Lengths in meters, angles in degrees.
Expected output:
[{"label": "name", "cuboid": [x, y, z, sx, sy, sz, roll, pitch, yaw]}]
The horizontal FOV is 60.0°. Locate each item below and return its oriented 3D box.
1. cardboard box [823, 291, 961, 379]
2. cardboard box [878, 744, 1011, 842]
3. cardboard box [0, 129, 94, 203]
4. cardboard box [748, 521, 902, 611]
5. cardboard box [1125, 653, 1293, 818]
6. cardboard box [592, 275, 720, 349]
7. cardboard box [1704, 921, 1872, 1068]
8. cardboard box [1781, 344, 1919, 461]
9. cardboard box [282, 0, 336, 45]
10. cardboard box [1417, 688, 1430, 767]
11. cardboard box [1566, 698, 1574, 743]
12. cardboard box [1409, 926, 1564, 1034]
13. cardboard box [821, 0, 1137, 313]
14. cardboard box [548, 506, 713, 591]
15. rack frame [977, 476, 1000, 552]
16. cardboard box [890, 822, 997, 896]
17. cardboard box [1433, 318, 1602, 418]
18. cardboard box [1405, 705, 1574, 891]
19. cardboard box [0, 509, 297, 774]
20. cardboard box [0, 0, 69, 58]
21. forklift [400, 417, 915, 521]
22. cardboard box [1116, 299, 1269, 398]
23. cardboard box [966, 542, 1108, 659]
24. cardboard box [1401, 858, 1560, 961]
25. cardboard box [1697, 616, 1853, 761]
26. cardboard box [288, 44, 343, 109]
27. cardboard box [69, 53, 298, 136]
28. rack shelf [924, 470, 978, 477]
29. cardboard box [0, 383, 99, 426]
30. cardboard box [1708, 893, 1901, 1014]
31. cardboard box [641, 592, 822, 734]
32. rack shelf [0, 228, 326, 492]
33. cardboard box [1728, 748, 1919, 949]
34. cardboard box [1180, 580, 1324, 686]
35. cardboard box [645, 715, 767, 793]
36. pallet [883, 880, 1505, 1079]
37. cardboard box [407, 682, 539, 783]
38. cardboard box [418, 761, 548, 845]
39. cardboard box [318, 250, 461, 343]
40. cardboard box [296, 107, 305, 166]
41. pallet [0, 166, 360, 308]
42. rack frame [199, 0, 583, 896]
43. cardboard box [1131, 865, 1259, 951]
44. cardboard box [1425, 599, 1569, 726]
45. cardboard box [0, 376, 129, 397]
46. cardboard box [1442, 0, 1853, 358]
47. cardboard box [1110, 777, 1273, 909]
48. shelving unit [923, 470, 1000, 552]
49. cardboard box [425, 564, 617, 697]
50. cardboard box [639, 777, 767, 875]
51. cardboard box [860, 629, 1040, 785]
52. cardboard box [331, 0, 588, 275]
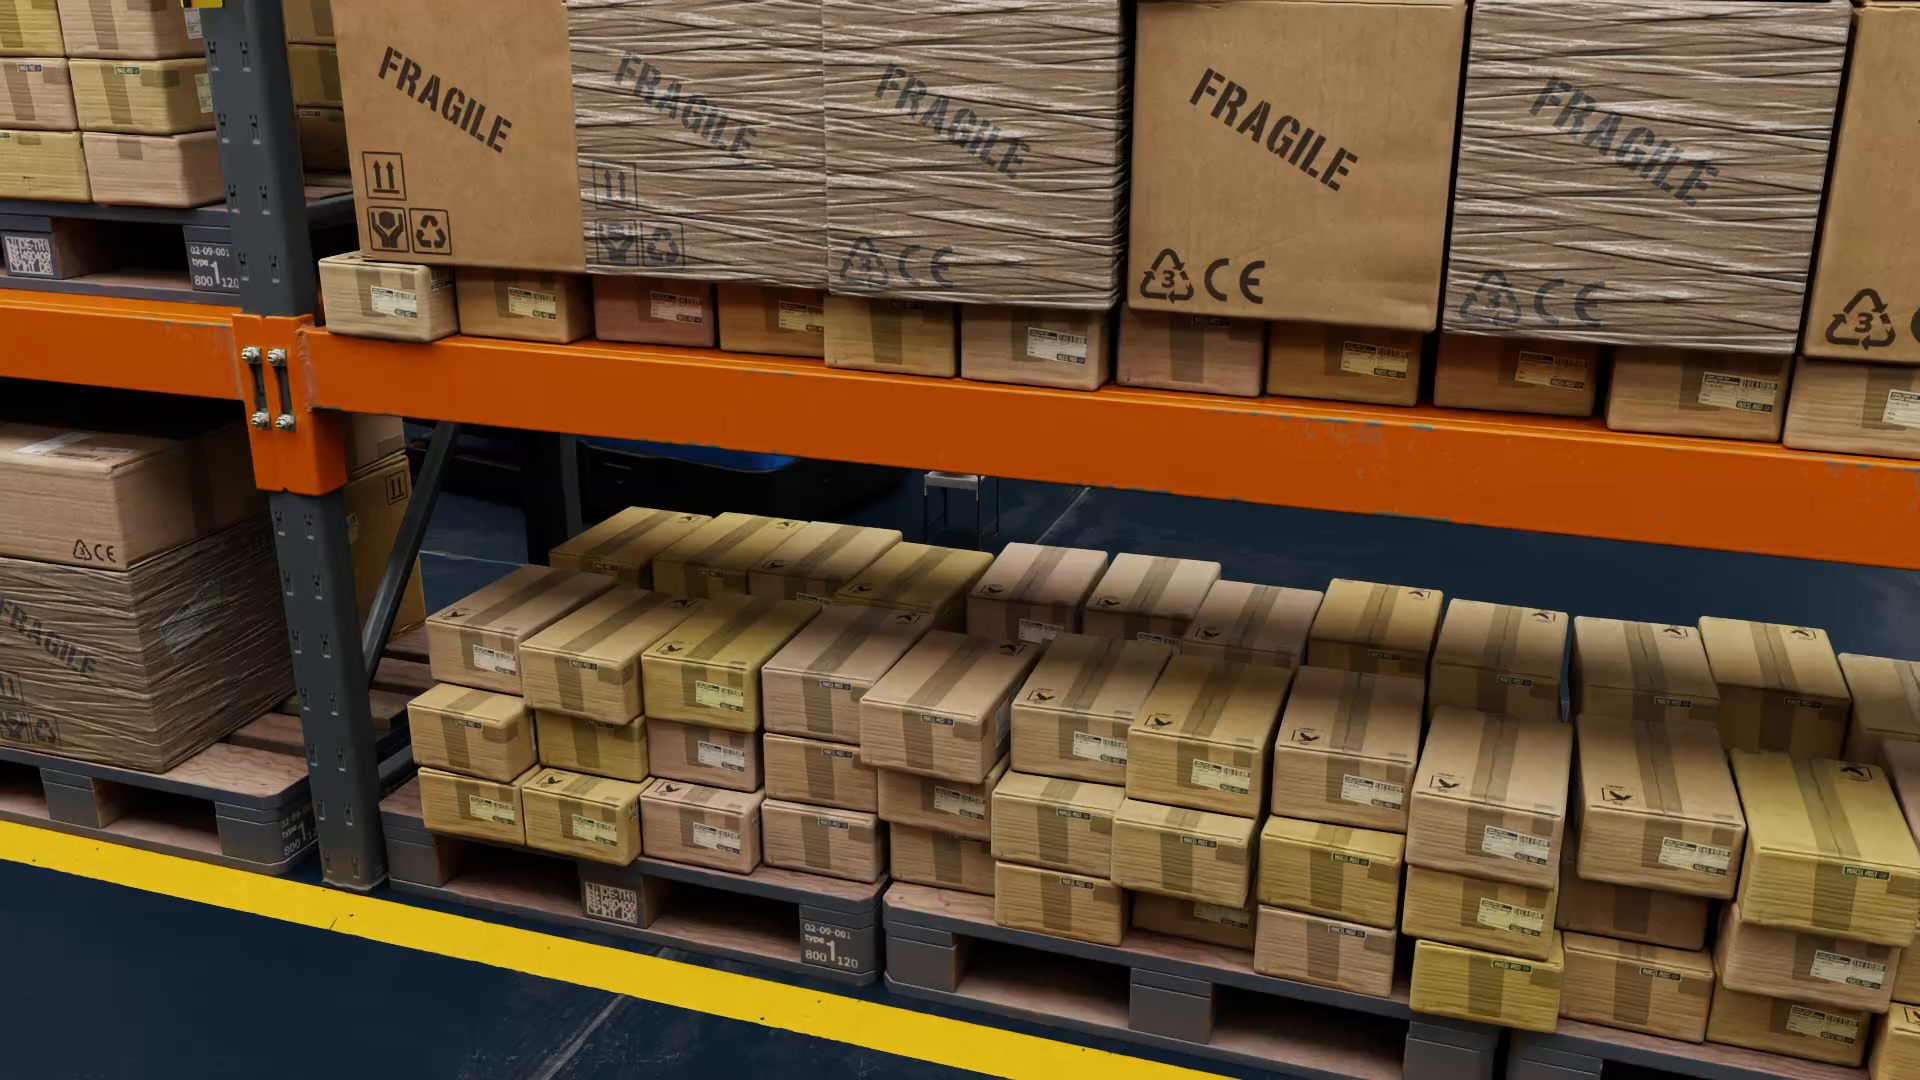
[{"label": "cardboard box", "cuboid": [-0.065, -0.426, 3.122, 0.250, 0.149, 0.380, 7, 20, 19]}, {"label": "cardboard box", "cuboid": [0.020, 0.455, 3.455, 0.250, 0.149, 0.380, 8, 21, 21]}, {"label": "cardboard box", "cuboid": [-1.920, -0.861, 3.734, 0.250, 0.149, 0.380, 7, 20, 18]}, {"label": "cardboard box", "cuboid": [-0.321, 0.092, 4.045, 0.250, 0.149, 0.380, 6, 20, 18]}, {"label": "cardboard box", "cuboid": [0.491, 0.373, 3.239, 0.250, 0.149, 0.380, 7, 20, 18]}, {"label": "cardboard box", "cuboid": [-0.537, -0.504, 3.347, 0.250, 0.149, 0.380, 6, 20, 16]}, {"label": "cardboard box", "cuboid": [1.481, 0.764, 3.021, 0.250, 0.149, 0.380, 6, 20, 18]}, {"label": "cardboard box", "cuboid": [1.430, -0.250, 2.619, 0.250, 0.149, 0.380, 7, 20, 20]}, {"label": "cardboard box", "cuboid": [-1.455, -1.319, 4.142, 0.250, 0.149, 0.380, 8, 21, 21]}, {"label": "cardboard box", "cuboid": [0.875, 0.407, 3.591, 0.250, 0.149, 0.380, 8, 21, 21]}, {"label": "cardboard box", "cuboid": [1.426, 0.423, 3.547, 0.250, 0.149, 0.380, 7, 20, 20]}, {"label": "cardboard box", "cuboid": [0.982, 0.733, 3.109, 0.250, 0.149, 0.380, 6, 20, 16]}, {"label": "cardboard box", "cuboid": [0.085, -0.712, 2.957, 0.500, 0.500, 0.500, 6, 20, 17]}, {"label": "cardboard box", "cuboid": [-0.813, 0.052, 4.160, 0.250, 0.149, 0.380, 7, 20, 20]}, {"label": "rack frame", "cuboid": [0.104, -0.413, 5.894, 0.006, 0.900, 0.240, 7, 20, 18]}, {"label": "cardboard box", "cuboid": [0.029, 0.584, 3.537, 0.250, 0.149, 0.380, 6, 20, 16]}, {"label": "cardboard box", "cuboid": [0.956, -0.336, 2.864, 0.250, 0.149, 0.380, 6, 20, 16]}, {"label": "cardboard box", "cuboid": [0.960, 0.455, 3.002, 0.250, 0.149, 0.380, 7, 21, 20]}, {"label": "cardboard box", "cuboid": [-2.016, 0.208, 4.082, 0.500, 0.500, 0.500, 6, 20, 17]}, {"label": "cardboard box", "cuboid": [-1.932, -1.145, 3.643, 0.250, 0.149, 0.380, 6, 20, 16]}, {"label": "forklift", "cuboid": [-1.708, -1.719, 6.555, 3.031, 2.935, 1.130, 11, 22, 29]}, {"label": "cardboard box", "cuboid": [0.454, -0.380, 2.991, 0.250, 0.149, 0.380, 7, 21, 20]}, {"label": "cardboard box", "cuboid": [0.185, 0.145, 3.893, 0.250, 0.149, 0.380, 6, 20, 15]}, {"label": "cardboard box", "cuboid": [0.967, 0.591, 3.064, 0.250, 0.149, 0.380, 7, 20, 19]}, {"label": "cardboard box", "cuboid": [1.665, 0.305, 3.434, 0.250, 0.149, 0.380, 6, 20, 18]}, {"label": "cardboard box", "cuboid": [-1.455, -1.178, 4.191, 0.250, 0.149, 0.380, 7, 20, 19]}, {"label": "cardboard box", "cuboid": [-1.675, -0.974, 3.606, 0.250, 0.149, 0.380, 7, 20, 20]}, {"label": "rack shelf", "cuboid": [0.008, -0.308, 5.966, 0.200, 0.077, 0.258, 7, 20, 18]}, {"label": "cardboard box", "cuboid": [-2.502, -0.206, 4.131, 0.500, 0.250, 0.500, 8, 21, 21]}, {"label": "cardboard box", "cuboid": [1.461, 0.643, 2.915, 0.250, 0.149, 0.380, 6, 20, 16]}, {"label": "cardboard box", "cuboid": [-0.481, 0.256, 3.573, 0.250, 0.149, 0.380, 6, 20, 17]}, {"label": "rack shelf", "cuboid": [-3.123, -0.649, 4.474, 4.000, 0.370, 1.077, 7, 20, 18]}, {"label": "cardboard box", "cuboid": [1.456, 0.515, 2.832, 0.250, 0.149, 0.380, 6, 20, 17]}, {"label": "cardboard box", "cuboid": [0.642, 0.231, 3.646, 0.250, 0.149, 0.380, 7, 20, 18]}, {"label": "cardboard box", "cuboid": [-0.486, 0.388, 3.647, 0.250, 0.149, 0.380, 6, 20, 18]}, {"label": "pallet", "cuboid": [0.568, 0.737, 3.641, 1.213, 0.211, 1.003, 7, 20, 18]}, {"label": "cardboard box", "cuboid": [-0.997, 0.374, 3.689, 0.250, 0.149, 0.380, 8, 21, 21]}, {"label": "cardboard box", "cuboid": [-0.996, 0.515, 3.736, 0.250, 0.149, 0.380, 6, 20, 16]}, {"label": "cardboard box", "cuboid": [-1.074, -0.522, 3.397, 0.250, 0.149, 0.380, 7, 21, 20]}, {"label": "cardboard box", "cuboid": [-1.719, -1.066, 4.321, 0.250, 0.149, 0.380, 7, 20, 19]}, {"label": "pallet", "cuboid": [-1.908, -0.810, 4.134, 1.213, 0.211, 1.003, 7, 20, 18]}, {"label": "rack frame", "cuboid": [-1.234, -0.773, 3.735, 0.127, 3.000, 1.000, 7, 20, 18]}, {"label": "cardboard box", "cuboid": [0.516, 0.647, 3.357, 0.250, 0.149, 0.380, 7, 20, 20]}, {"label": "cardboard box", "cuboid": [1.145, 0.271, 3.531, 0.250, 0.149, 0.380, 7, 21, 20]}, {"label": "cardboard box", "cuboid": [-2.349, -0.363, 4.582, 0.500, 0.250, 0.500, 7, 20, 20]}, {"label": "cardboard box", "cuboid": [1.068, -0.606, 2.653, 0.500, 0.500, 0.500, 7, 20, 18]}, {"label": "cardboard box", "cuboid": [0.462, 0.537, 3.221, 0.250, 0.149, 0.380, 7, 20, 19]}, {"label": "shelving unit", "cuboid": [0.008, -0.424, 5.926, 0.210, 0.900, 0.258, 7, 20, 18]}, {"label": "cardboard box", "cuboid": [-0.977, 0.196, 3.746, 0.250, 0.149, 0.380, 7, 21, 20]}, {"label": "cardboard box", "cuboid": [-0.492, 0.554, 3.623, 0.250, 0.149, 0.380, 6, 20, 18]}, {"label": "cardboard box", "cuboid": [-0.014, 0.330, 3.361, 0.250, 0.149, 0.380, 7, 20, 19]}, {"label": "cardboard box", "cuboid": [-0.849, -0.828, 3.292, 0.500, 0.500, 0.500, 6, 20, 17]}]
